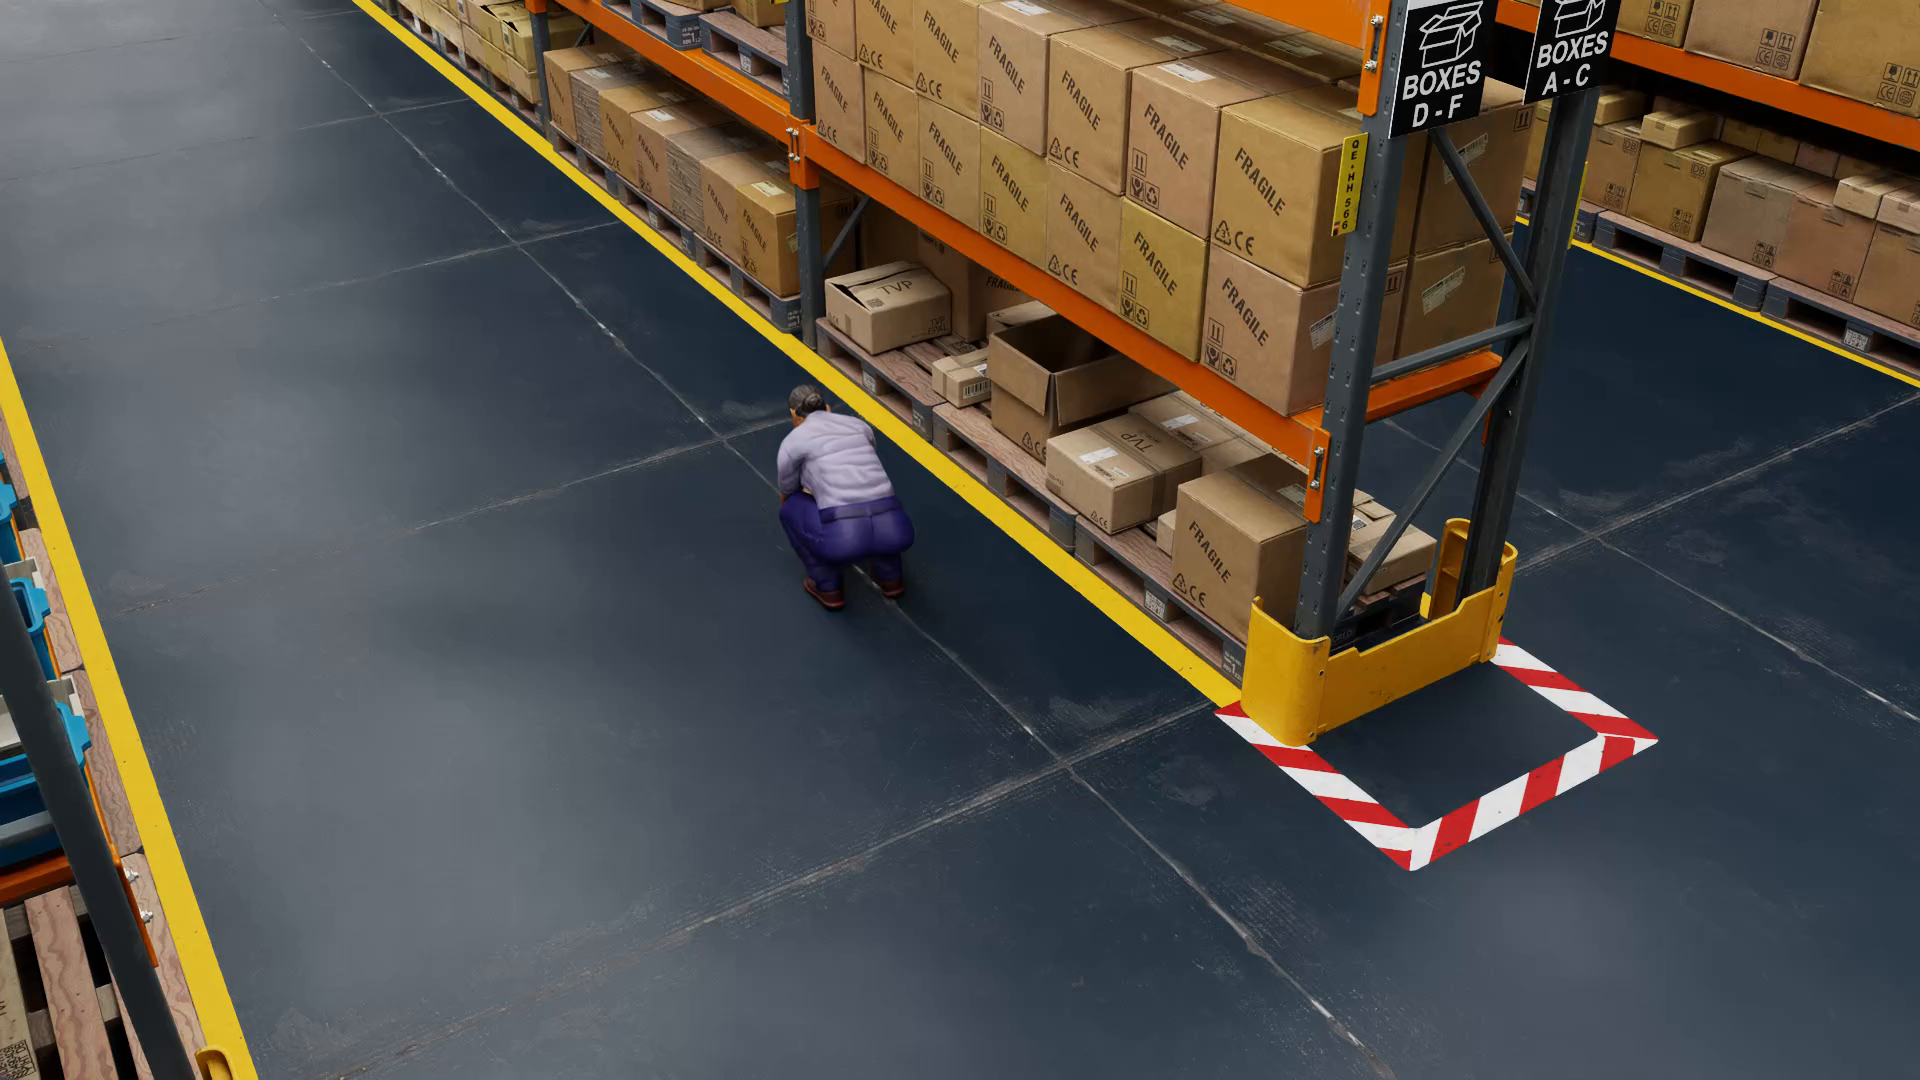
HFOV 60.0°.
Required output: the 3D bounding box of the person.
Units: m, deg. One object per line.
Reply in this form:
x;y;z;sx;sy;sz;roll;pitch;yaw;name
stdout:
-0.517;-0.192;7.243;0.529;0.802;0.849;-11;34;-17;person
